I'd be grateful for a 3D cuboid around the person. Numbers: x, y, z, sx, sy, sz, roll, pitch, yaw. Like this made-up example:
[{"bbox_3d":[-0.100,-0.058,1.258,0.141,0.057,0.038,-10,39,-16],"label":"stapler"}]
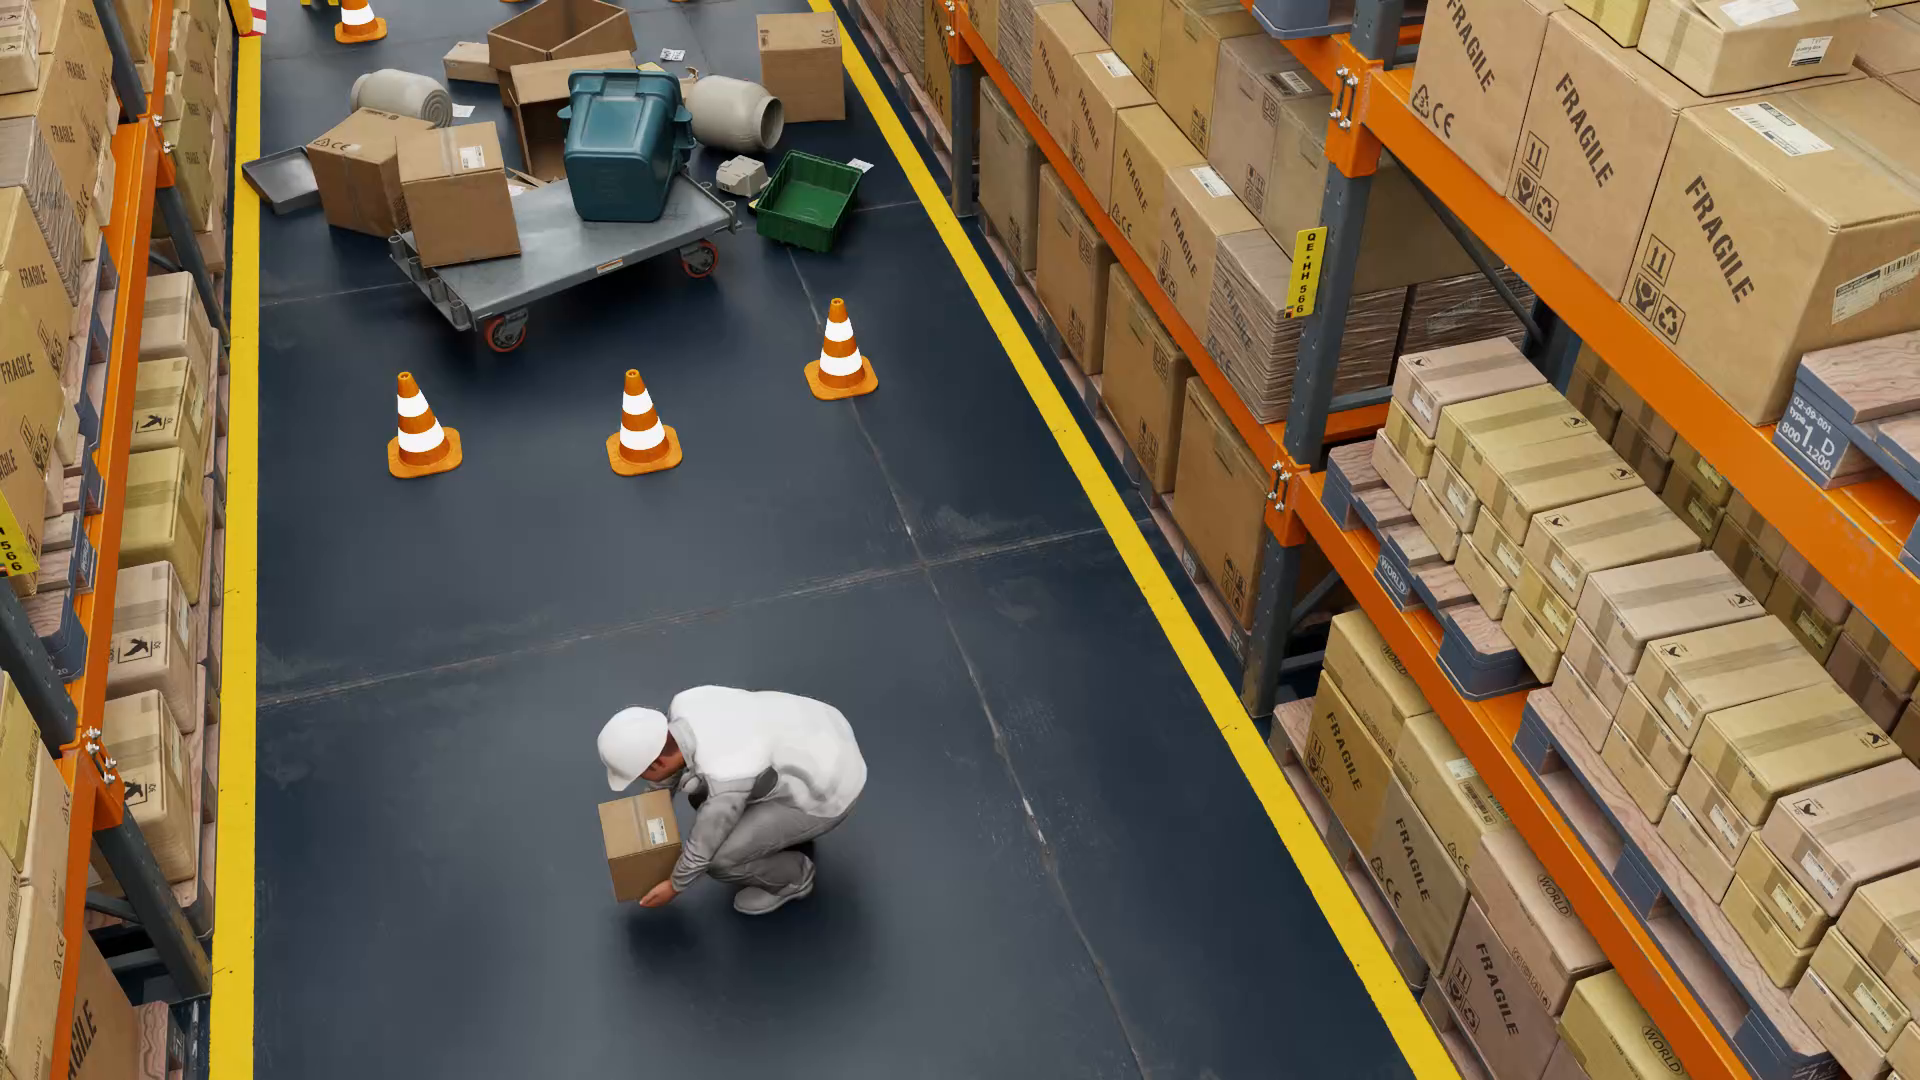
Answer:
[{"bbox_3d":[-0.758,0.863,5.733,0.870,1.039,0.546,-12,43,-13],"label":"person"}]
